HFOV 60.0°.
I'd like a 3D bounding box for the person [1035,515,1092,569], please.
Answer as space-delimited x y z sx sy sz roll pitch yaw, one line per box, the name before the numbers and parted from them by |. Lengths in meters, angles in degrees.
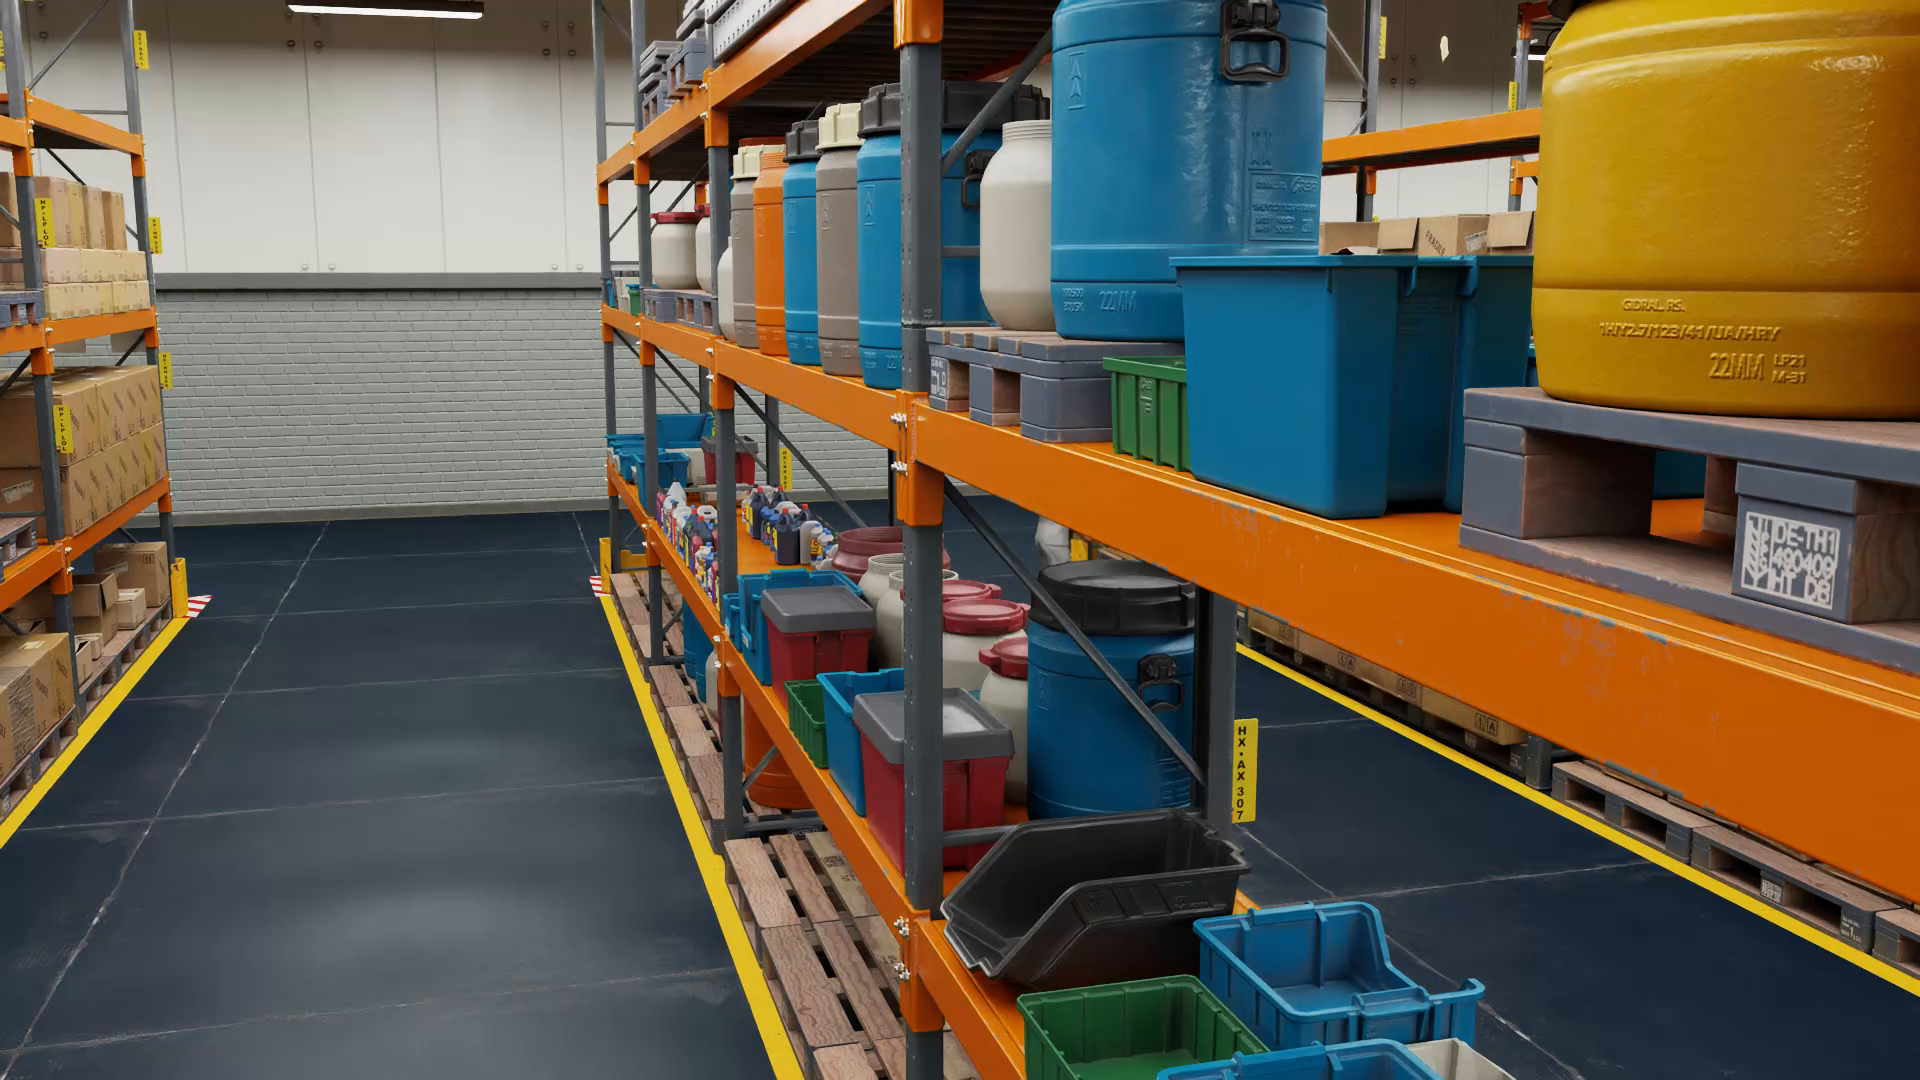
person | 0.857 0.052 14.106 0.556 1.665 0.436 -3 10 -15
